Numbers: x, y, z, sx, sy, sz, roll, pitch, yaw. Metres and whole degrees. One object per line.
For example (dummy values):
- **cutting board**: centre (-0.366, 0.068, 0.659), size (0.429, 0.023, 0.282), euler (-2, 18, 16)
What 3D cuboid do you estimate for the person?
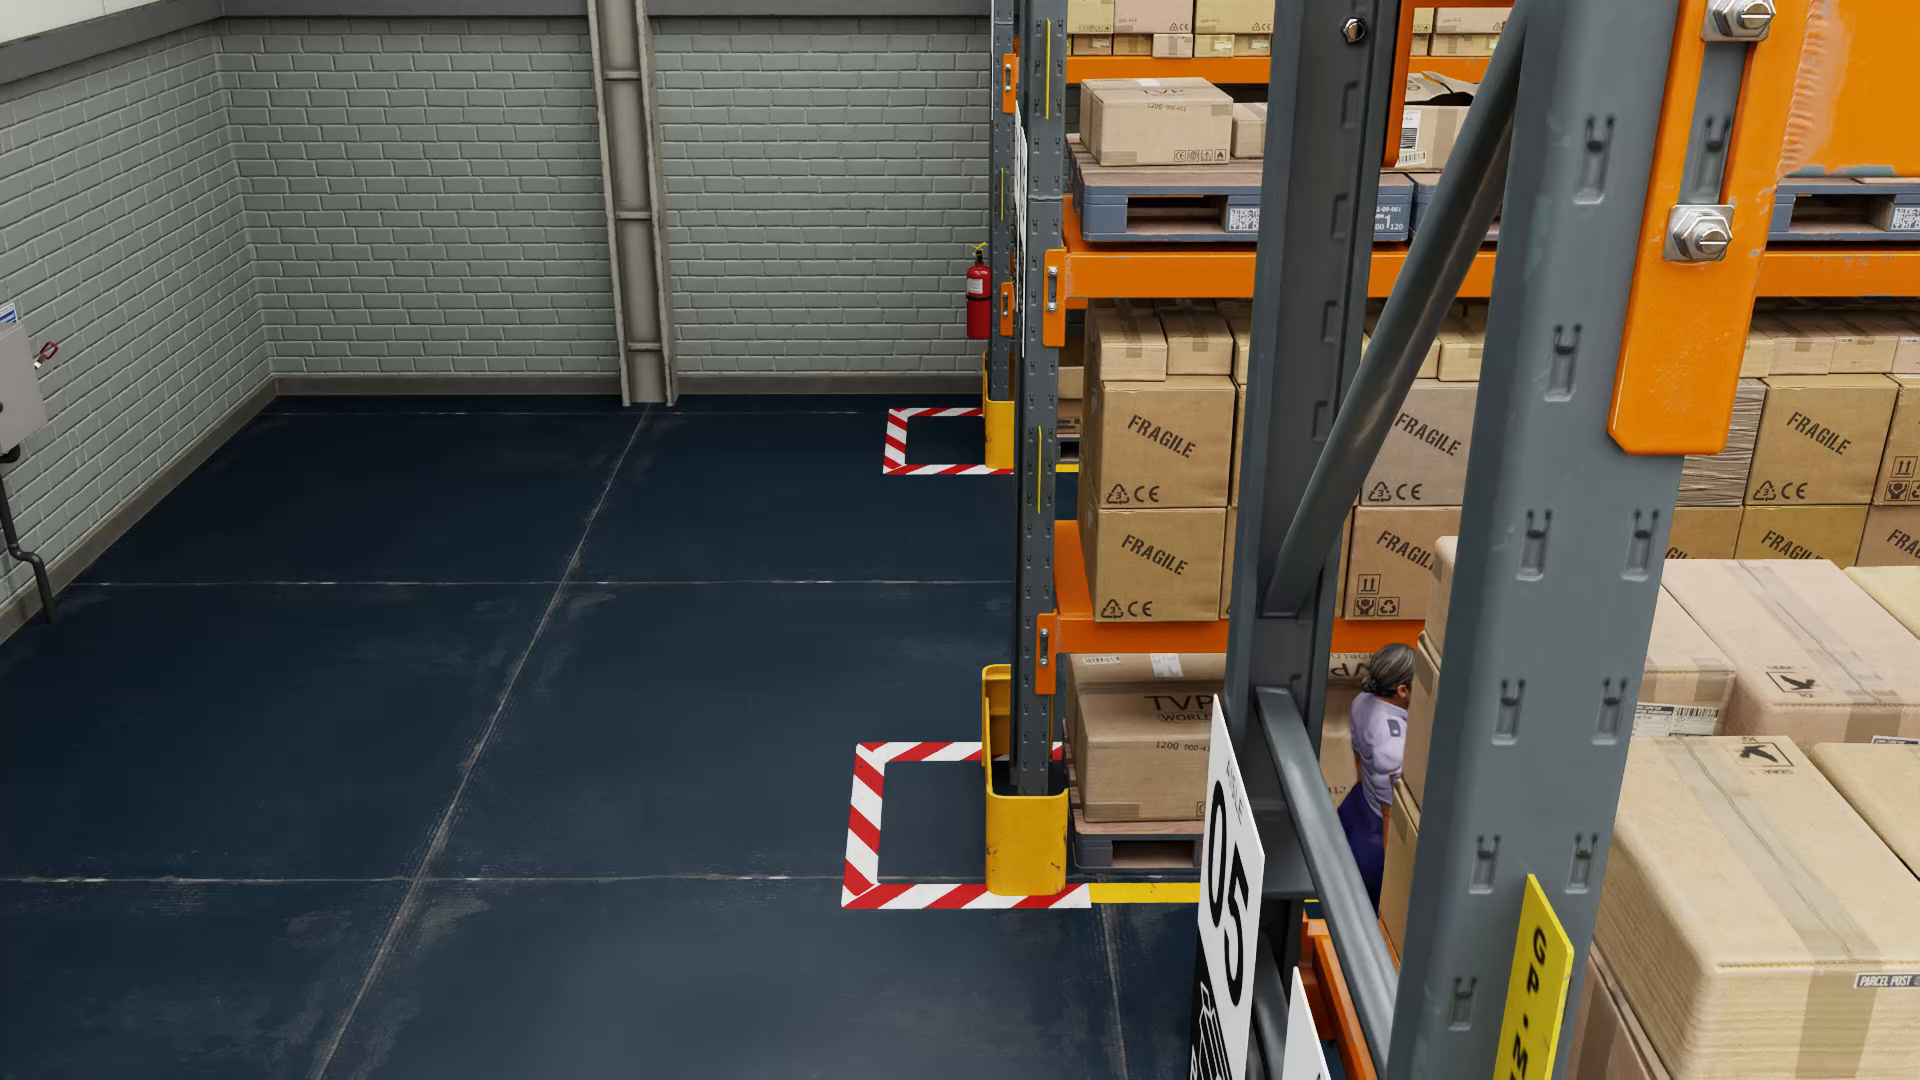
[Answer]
- **person**: centre (1.553, 1.115, 6.107), size (0.483, 1.640, 0.521), euler (-1, 24, -2)
